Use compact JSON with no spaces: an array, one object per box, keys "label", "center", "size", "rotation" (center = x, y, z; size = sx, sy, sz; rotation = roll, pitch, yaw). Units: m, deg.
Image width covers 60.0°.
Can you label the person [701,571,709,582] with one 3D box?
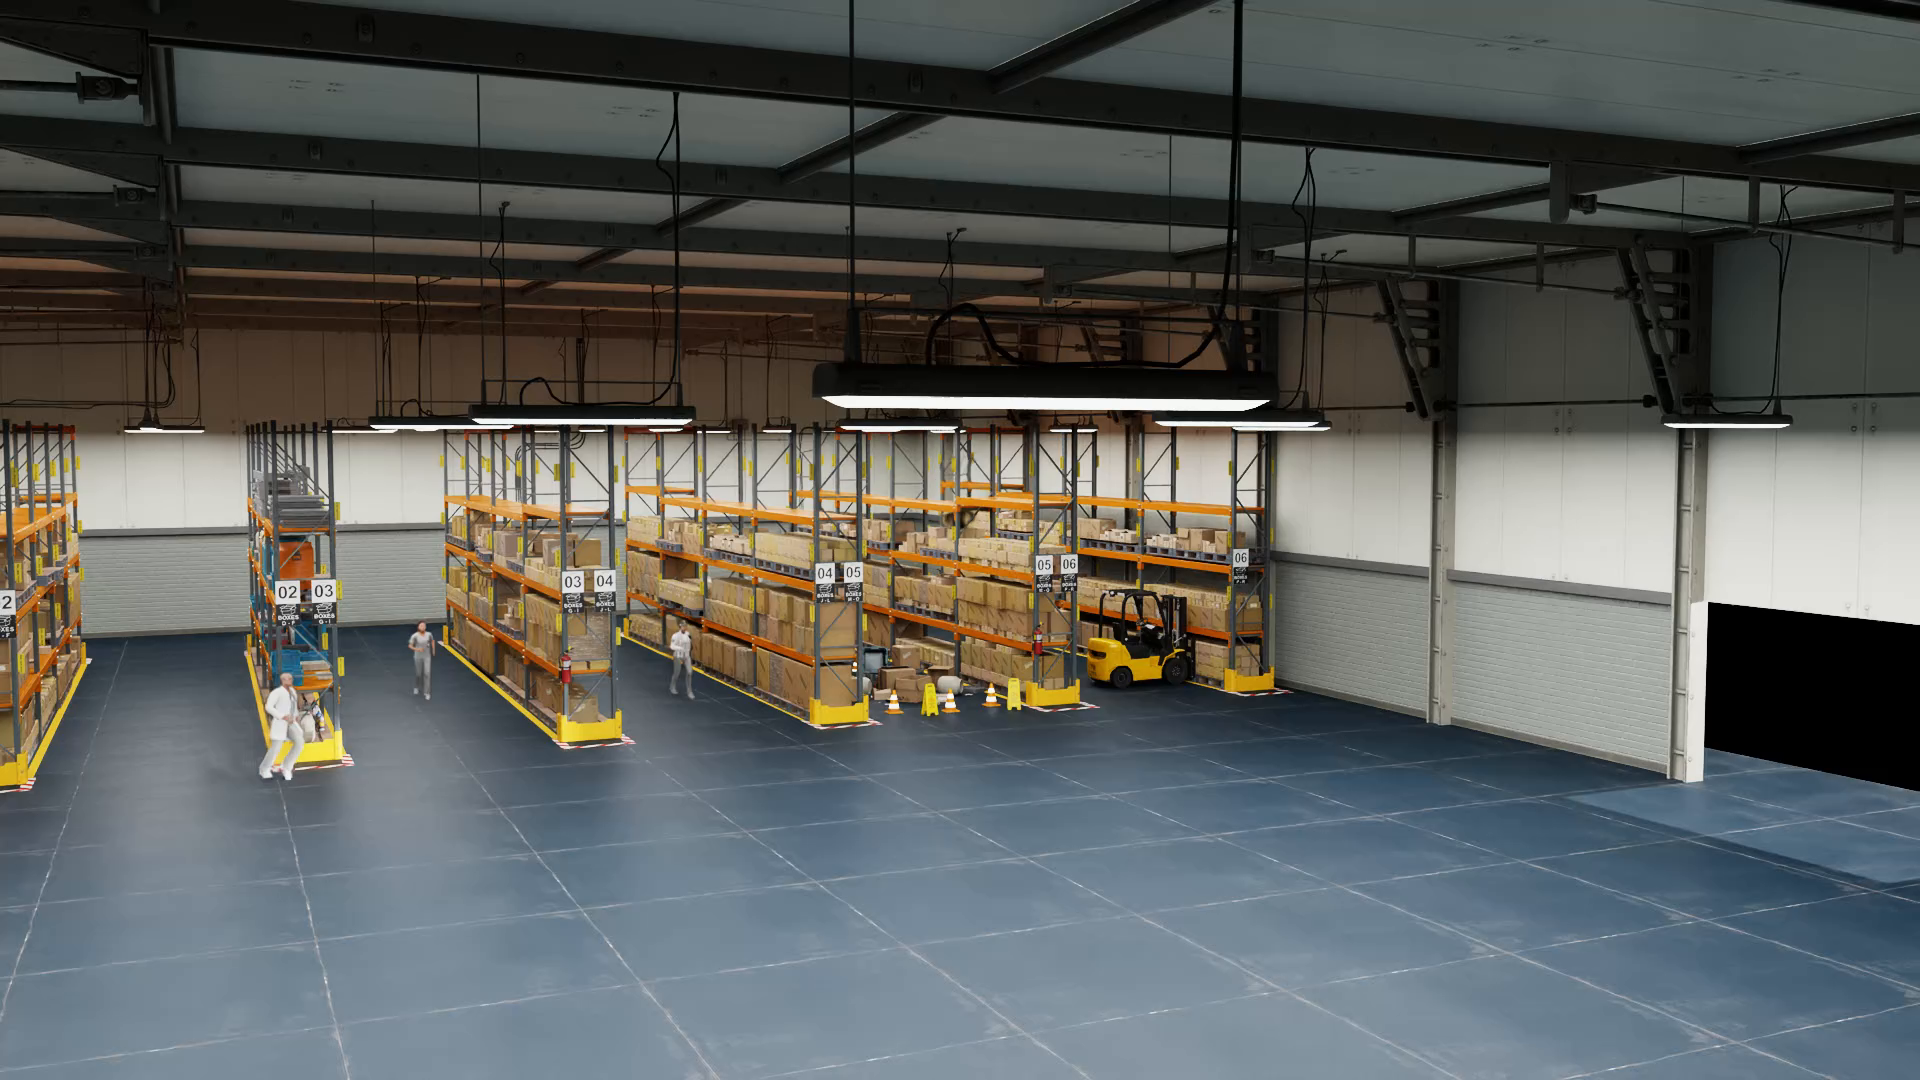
[{"label":"person","center":[-7.838,1.702,49.821],"size":[0.939,1.779,0.686],"rotation":[-2,4,-32]}]

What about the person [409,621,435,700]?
[{"label":"person","center":[-11.778,2.607,36.423],"size":[0.583,1.696,0.856],"rotation":[-2,4,-31]}]

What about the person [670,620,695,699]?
[{"label":"person","center":[-6.117,2.598,36.459],"size":[0.562,1.713,0.857],"rotation":[-2,4,-32]}]

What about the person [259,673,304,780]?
[{"label":"person","center":[-11.319,3.121,27.874],"size":[0.716,1.783,0.773],"rotation":[2,4,23]}]
